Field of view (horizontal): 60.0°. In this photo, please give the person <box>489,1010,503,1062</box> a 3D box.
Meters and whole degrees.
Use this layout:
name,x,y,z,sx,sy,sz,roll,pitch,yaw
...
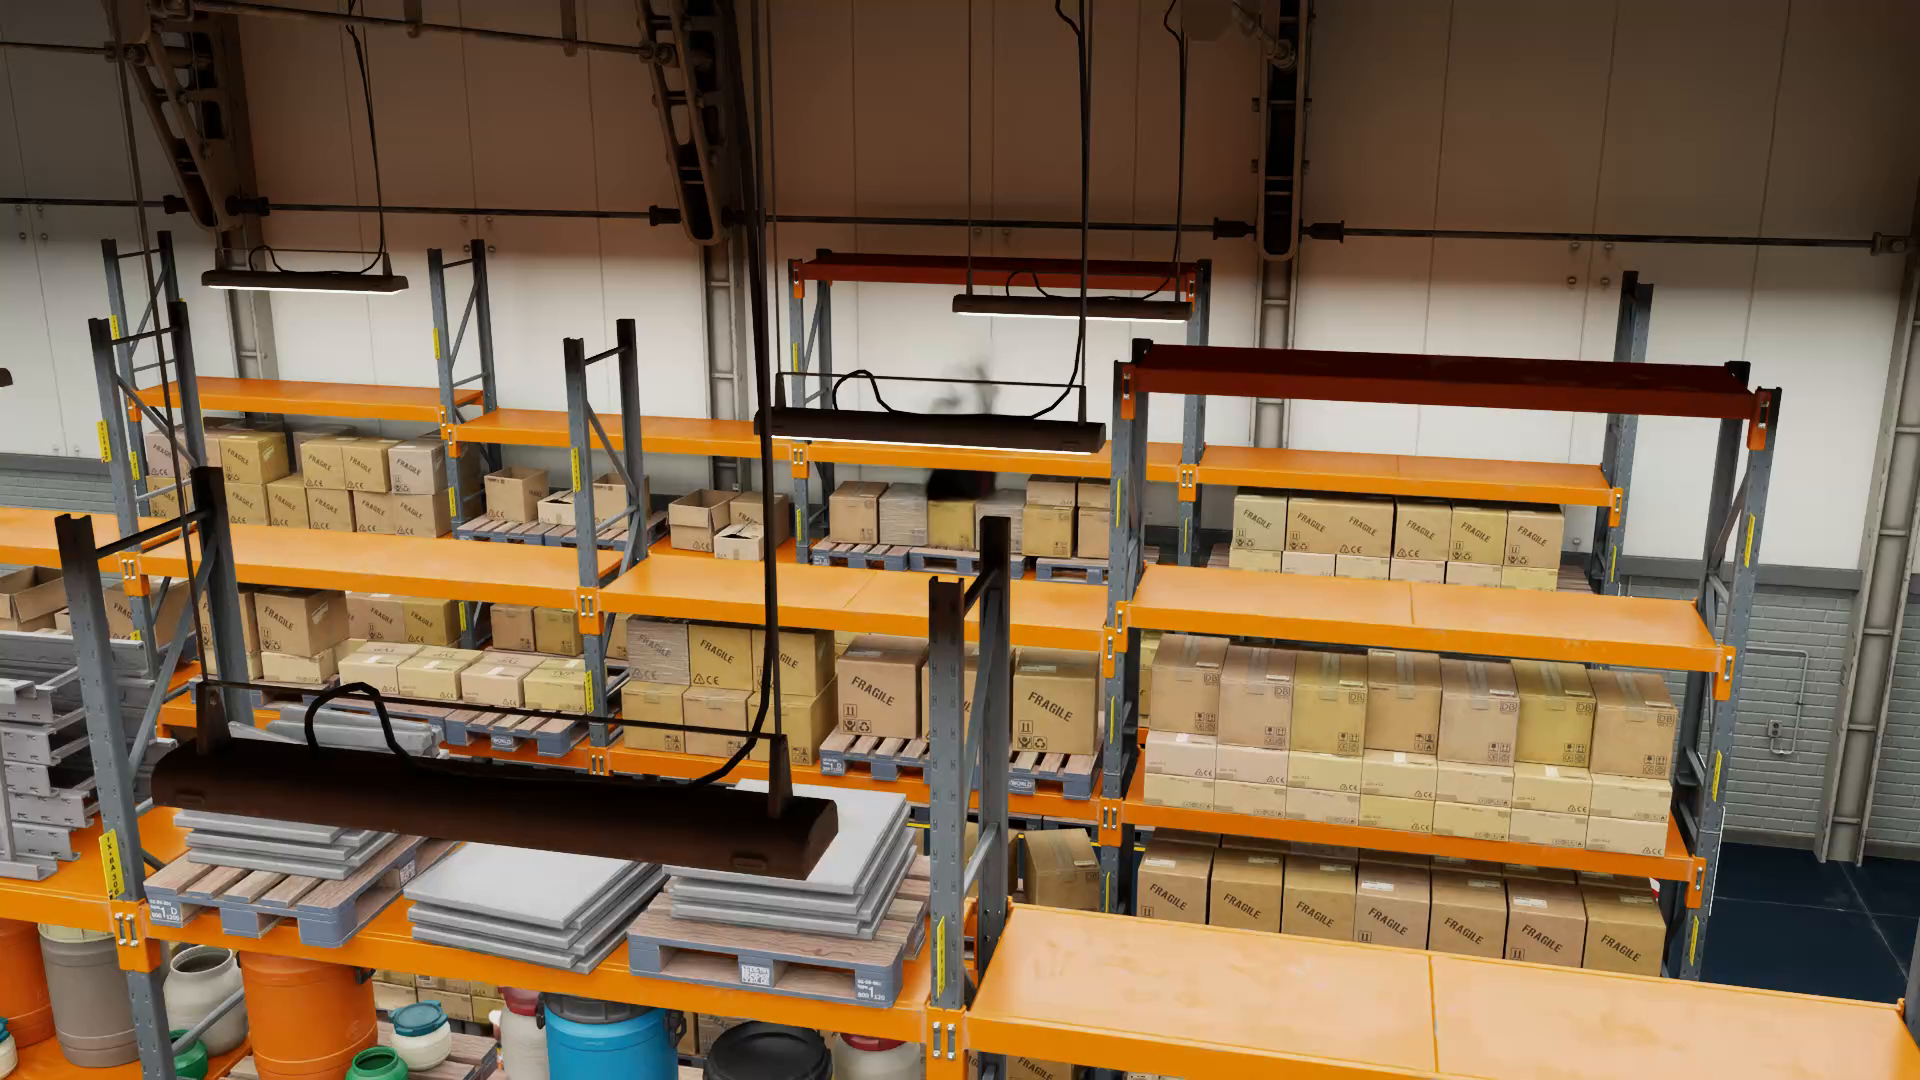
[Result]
name,x,y,z,sx,sy,sz,roll,pitch,yaw
person,-3.157,4.009,11.523,0.580,1.741,0.644,1,16,5
